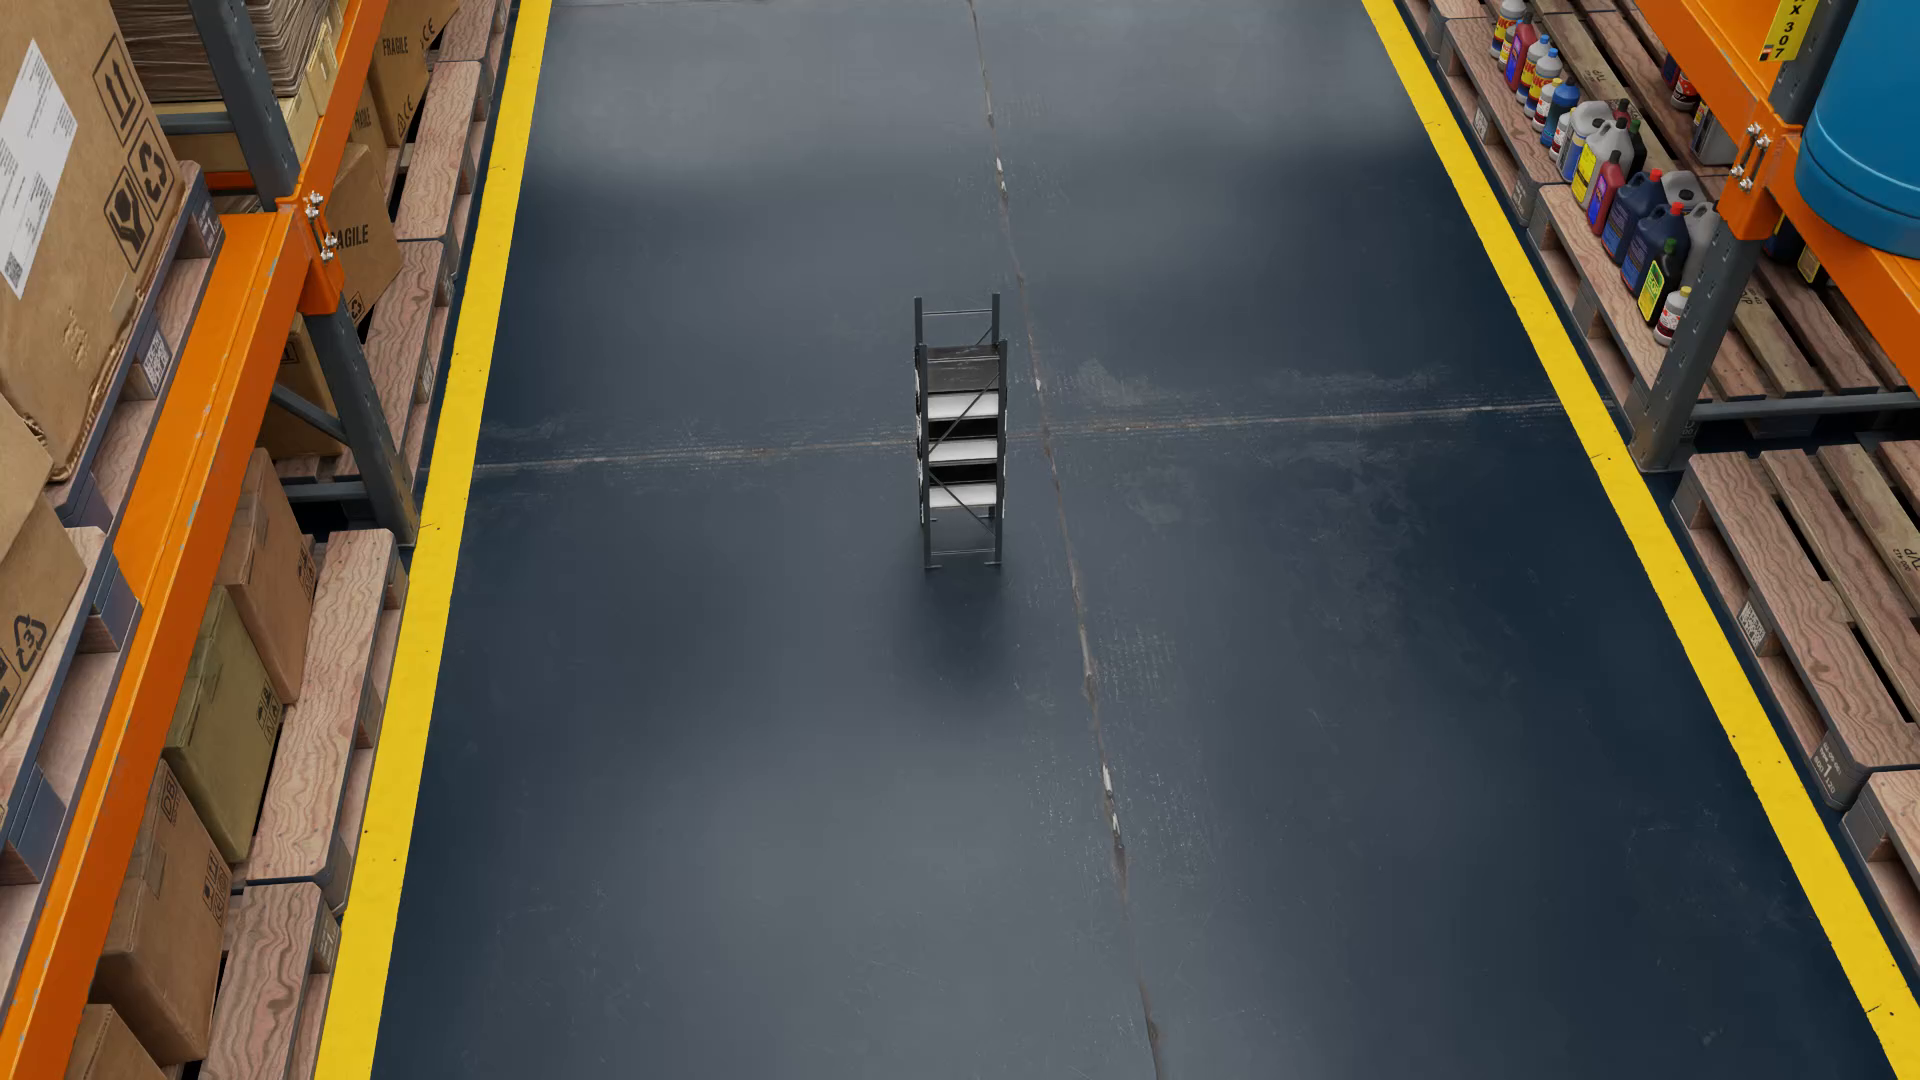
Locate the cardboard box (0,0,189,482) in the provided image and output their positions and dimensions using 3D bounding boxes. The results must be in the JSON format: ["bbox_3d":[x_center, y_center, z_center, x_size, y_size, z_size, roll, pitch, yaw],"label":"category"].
[{"bbox_3d":[-2.287,-0.785,3.225,1.000,1.000,1.000,-3,47,-3],"label":"cardboard box"}]

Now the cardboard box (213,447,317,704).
[{"bbox_3d":[-2.184,0.136,4.474,0.700,0.500,0.500,-7,47,-6],"label":"cardboard box"}]

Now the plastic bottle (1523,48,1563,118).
[{"bbox_3d":[2.265,-1.775,6.441,0.097,0.271,0.097,0,47,0],"label":"plastic bottle"}]

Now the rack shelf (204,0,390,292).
[{"bbox_3d":[-2.381,-2.218,5.780,1.077,0.370,4.000,-3,47,-3],"label":"rack shelf"}]

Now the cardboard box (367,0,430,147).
[{"bbox_3d":[-2.395,-1.860,6.378,0.500,0.500,0.500,0,47,0],"label":"cardboard box"}]

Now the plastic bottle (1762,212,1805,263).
[{"bbox_3d":[2.924,-1.160,5.804,0.144,0.351,0.185,-3,47,-3],"label":"plastic bottle"}]

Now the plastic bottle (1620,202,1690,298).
[{"bbox_3d":[2.381,-1.008,5.660,0.144,0.351,0.185,-5,47,-4],"label":"plastic bottle"}]

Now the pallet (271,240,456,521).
[{"bbox_3d":[-2.305,-0.543,5.619,1.003,0.211,1.213,-3,47,-3],"label":"pallet"}]

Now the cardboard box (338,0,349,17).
[{"bbox_3d":[-2.019,-1.647,4.917,0.380,0.149,0.250,-3,47,-3],"label":"cardboard box"}]

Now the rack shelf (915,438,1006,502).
[{"bbox_3d":[0.001,-0.219,5.007,0.258,0.077,0.200,-3,47,-3],"label":"rack shelf"}]

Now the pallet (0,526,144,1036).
[{"bbox_3d":[-2.085,0.512,2.831,1.003,0.211,1.213,-3,47,-3],"label":"pallet"}]

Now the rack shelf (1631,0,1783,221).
[{"bbox_3d":[2.554,-2.519,6.065,1.077,0.370,4.000,-3,47,-3],"label":"rack shelf"}]

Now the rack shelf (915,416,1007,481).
[{"bbox_3d":[0.001,-0.281,4.942,0.258,0.077,0.200,-3,47,-3],"label":"rack shelf"}]

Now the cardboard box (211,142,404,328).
[{"bbox_3d":[-2.263,-1.009,5.572,0.500,0.500,0.500,10,47,9],"label":"cardboard box"}]

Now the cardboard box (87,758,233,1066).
[{"bbox_3d":[-2.115,0.887,3.763,0.700,0.500,0.500,-7,47,-7],"label":"cardboard box"}]

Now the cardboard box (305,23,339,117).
[{"bbox_3d":[-1.940,-1.287,4.576,0.380,0.149,0.250,-3,47,-3],"label":"cardboard box"}]

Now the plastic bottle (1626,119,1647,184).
[{"bbox_3d":[2.438,-1.382,6.061,0.061,0.283,0.133,-3,47,-3],"label":"plastic bottle"}]

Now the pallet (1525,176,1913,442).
[{"bbox_3d":[2.707,-0.849,5.908,1.003,0.211,1.213,-3,47,-3],"label":"pallet"}]

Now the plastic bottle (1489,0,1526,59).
[{"bbox_3d":[2.228,-2.095,6.745,0.097,0.271,0.097,0,47,0],"label":"plastic bottle"}]

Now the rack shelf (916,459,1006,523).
[{"bbox_3d":[0.001,-0.157,5.073,0.258,0.077,0.200,-3,47,-3],"label":"rack shelf"}]

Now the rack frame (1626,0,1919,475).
[{"bbox_3d":[2.722,-1.319,4.433,1.000,3.000,0.127,-3,47,-3],"label":"rack frame"}]

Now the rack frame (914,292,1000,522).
[{"bbox_3d":[-0.008,-0.377,4.987,0.240,0.900,0.006,-3,47,-3],"label":"rack frame"}]

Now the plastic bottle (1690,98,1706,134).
[{"bbox_3d":[2.884,-1.657,6.378,0.097,0.201,0.097,0,47,0],"label":"plastic bottle"}]

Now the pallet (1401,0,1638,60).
[{"bbox_3d":[2.503,-2.614,7.580,1.003,0.211,1.213,-3,47,-3],"label":"pallet"}]

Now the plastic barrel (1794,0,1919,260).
[{"bbox_3d":[2.452,-1.193,3.969,0.600,0.901,0.708,-3,47,-3],"label":"plastic barrel"}]

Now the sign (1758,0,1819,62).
[{"bbox_3d":[2.173,-1.389,4.309,0.100,0.325,0.005,-3,47,-3],"label":"sign"}]

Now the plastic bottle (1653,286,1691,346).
[{"bbox_3d":[2.381,-0.752,5.520,0.097,0.201,0.097,0,47,0],"label":"plastic bottle"}]

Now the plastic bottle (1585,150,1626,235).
[{"bbox_3d":[2.310,-1.239,5.925,0.061,0.283,0.133,-1,47,-1],"label":"plastic bottle"}]

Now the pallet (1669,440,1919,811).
[{"bbox_3d":[2.826,0.206,4.910,1.003,0.211,1.213,-3,47,-3],"label":"pallet"}]

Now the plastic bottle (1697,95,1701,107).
[{"bbox_3d":[2.983,-1.841,6.501,0.152,0.276,0.135,-5,47,-4],"label":"plastic bottle"}]

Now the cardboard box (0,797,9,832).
[{"bbox_3d":[-1.790,0.557,2.471,0.500,0.250,0.500,-5,47,-4],"label":"cardboard box"}]

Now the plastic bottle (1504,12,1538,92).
[{"bbox_3d":[2.229,-1.935,6.584,0.061,0.283,0.133,-3,47,-3],"label":"plastic bottle"}]

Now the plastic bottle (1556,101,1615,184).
[{"bbox_3d":[2.328,-1.472,6.152,0.152,0.276,0.135,-3,47,-3],"label":"plastic bottle"}]

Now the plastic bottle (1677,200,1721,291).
[{"bbox_3d":[2.524,-1.017,5.668,0.144,0.351,0.185,-3,47,-3],"label":"plastic bottle"}]

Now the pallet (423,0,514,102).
[{"bbox_3d":[-2.509,-2.308,7.291,1.003,0.211,1.213,-3,47,-3],"label":"pallet"}]

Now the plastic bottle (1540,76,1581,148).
[{"bbox_3d":[2.282,-1.628,6.302,0.097,0.271,0.097,0,47,0],"label":"plastic bottle"}]

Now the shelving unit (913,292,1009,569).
[{"bbox_3d":[0.001,-0.304,4.918,0.258,0.900,0.210,-3,47,-3],"label":"shelving unit"}]
